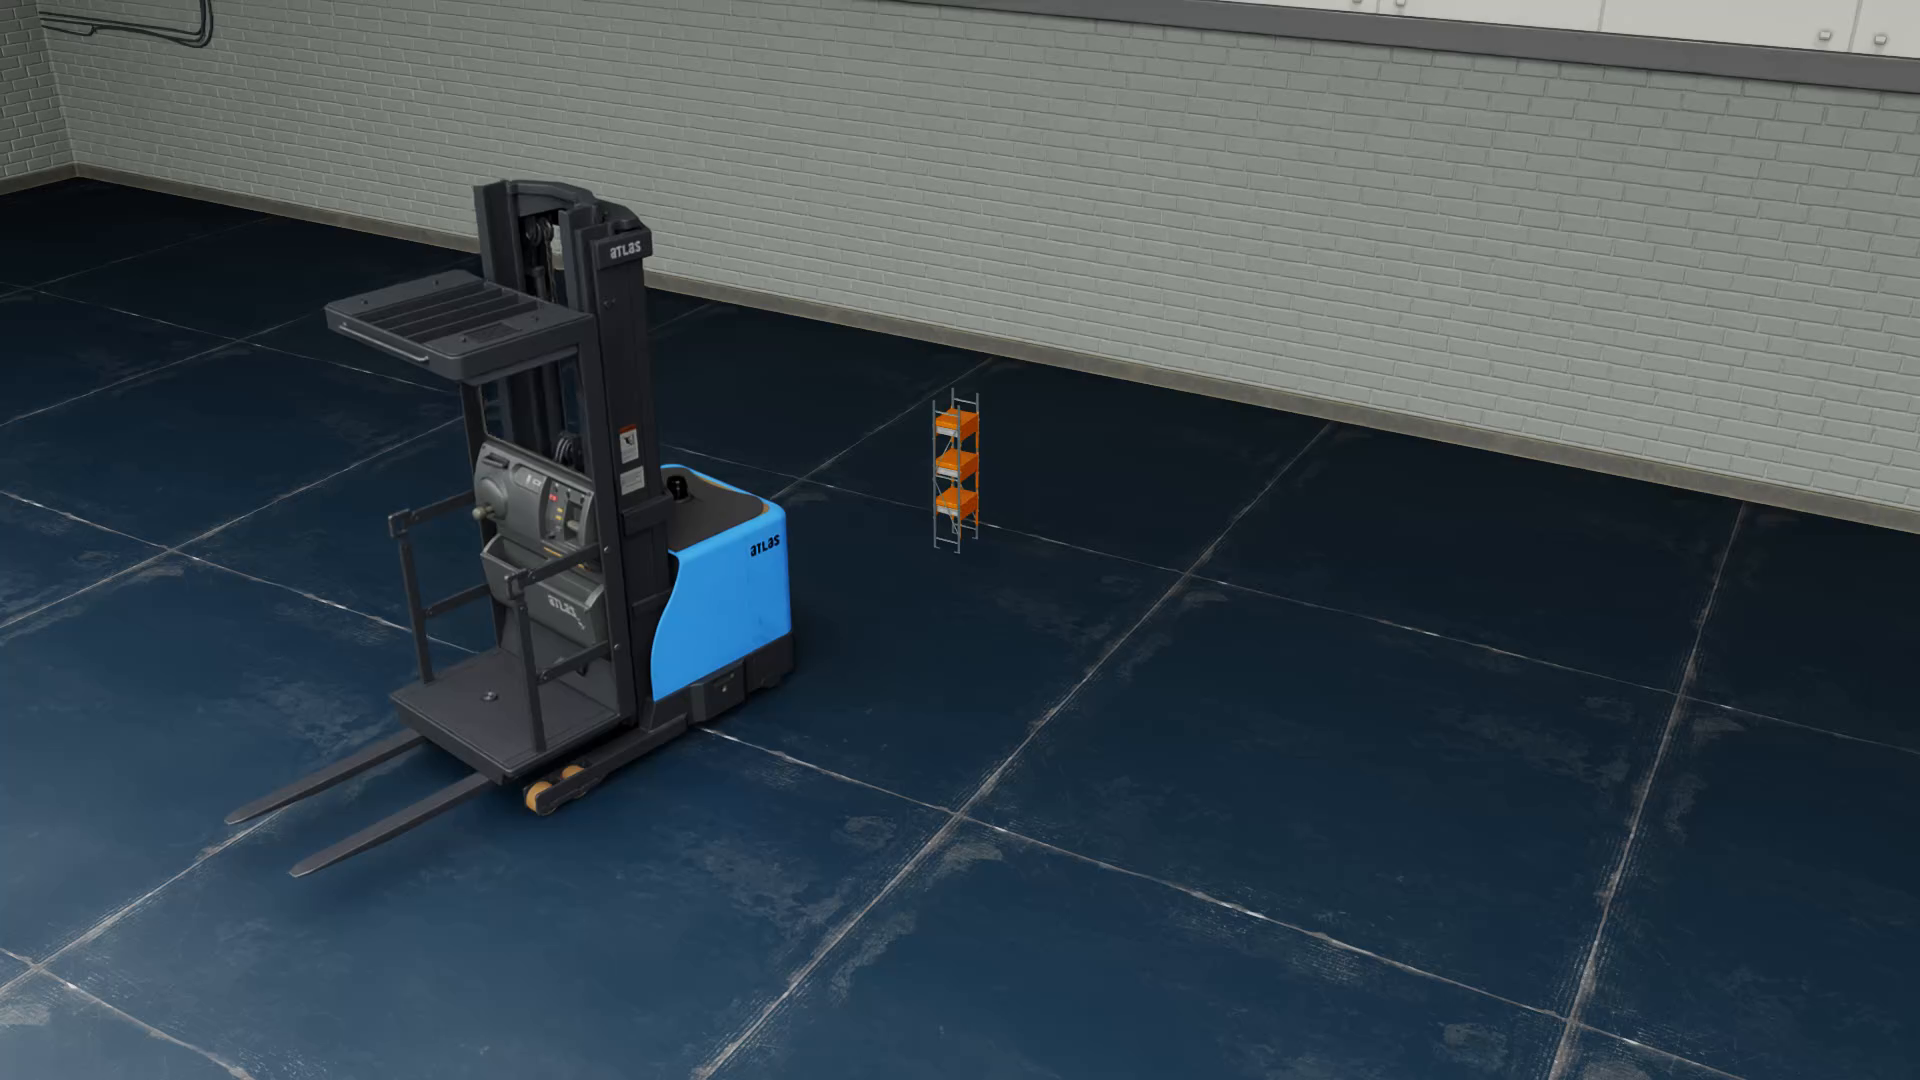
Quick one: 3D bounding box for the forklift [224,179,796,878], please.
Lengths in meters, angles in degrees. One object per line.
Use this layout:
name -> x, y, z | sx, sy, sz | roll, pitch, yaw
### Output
forklift -> -2.291, -0.178, 8.251 | 1.130, 2.935, 3.031 | 21, 34, 36

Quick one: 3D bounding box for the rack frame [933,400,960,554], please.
rack frame -> -0.086, -0.401, 10.798 | 0.200, 1.050, 0.008 | 14, 30, 26

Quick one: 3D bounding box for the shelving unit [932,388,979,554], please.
shelving unit -> -0.026, -0.449, 10.893 | 0.215, 1.050, 0.252 | 14, 30, 26

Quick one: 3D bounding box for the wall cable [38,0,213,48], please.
wall cable -> -9.274, -6.647, 17.864 | 3.097, 2.526, 0.112 | 14, 30, 26

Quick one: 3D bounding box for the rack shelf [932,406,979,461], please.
rack shelf -> -0.026, -0.693, 10.771 | 0.215, 0.259, 0.240 | 14, 30, 26

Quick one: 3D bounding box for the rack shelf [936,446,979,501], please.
rack shelf -> -0.026, -0.439, 10.898 | 0.215, 0.259, 0.240 | 14, 30, 26

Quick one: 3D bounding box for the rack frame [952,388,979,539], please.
rack frame -> 0.034, -0.496, 10.988 | 0.200, 1.050, 0.008 | 14, 30, 26

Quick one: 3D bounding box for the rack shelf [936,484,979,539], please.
rack shelf -> -0.026, -0.191, 11.022 | 0.215, 0.259, 0.240 | 14, 30, 26
